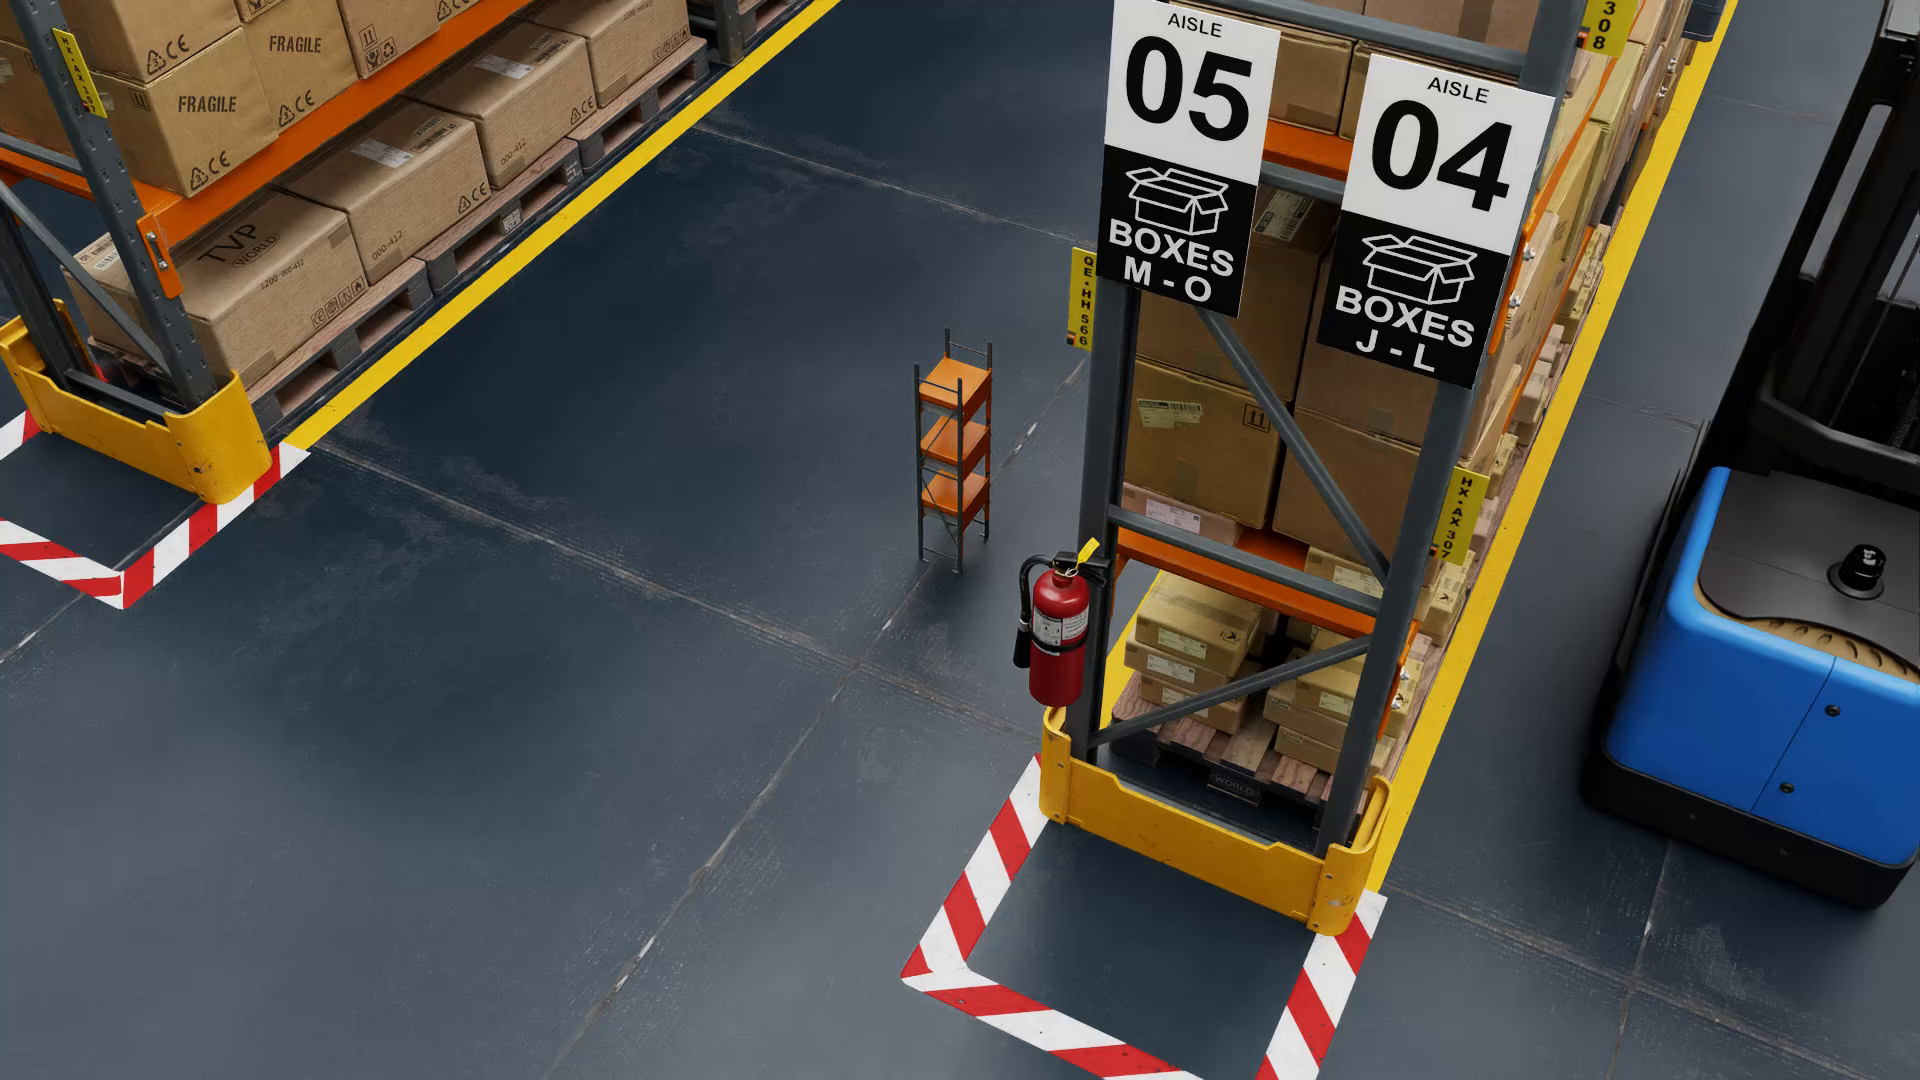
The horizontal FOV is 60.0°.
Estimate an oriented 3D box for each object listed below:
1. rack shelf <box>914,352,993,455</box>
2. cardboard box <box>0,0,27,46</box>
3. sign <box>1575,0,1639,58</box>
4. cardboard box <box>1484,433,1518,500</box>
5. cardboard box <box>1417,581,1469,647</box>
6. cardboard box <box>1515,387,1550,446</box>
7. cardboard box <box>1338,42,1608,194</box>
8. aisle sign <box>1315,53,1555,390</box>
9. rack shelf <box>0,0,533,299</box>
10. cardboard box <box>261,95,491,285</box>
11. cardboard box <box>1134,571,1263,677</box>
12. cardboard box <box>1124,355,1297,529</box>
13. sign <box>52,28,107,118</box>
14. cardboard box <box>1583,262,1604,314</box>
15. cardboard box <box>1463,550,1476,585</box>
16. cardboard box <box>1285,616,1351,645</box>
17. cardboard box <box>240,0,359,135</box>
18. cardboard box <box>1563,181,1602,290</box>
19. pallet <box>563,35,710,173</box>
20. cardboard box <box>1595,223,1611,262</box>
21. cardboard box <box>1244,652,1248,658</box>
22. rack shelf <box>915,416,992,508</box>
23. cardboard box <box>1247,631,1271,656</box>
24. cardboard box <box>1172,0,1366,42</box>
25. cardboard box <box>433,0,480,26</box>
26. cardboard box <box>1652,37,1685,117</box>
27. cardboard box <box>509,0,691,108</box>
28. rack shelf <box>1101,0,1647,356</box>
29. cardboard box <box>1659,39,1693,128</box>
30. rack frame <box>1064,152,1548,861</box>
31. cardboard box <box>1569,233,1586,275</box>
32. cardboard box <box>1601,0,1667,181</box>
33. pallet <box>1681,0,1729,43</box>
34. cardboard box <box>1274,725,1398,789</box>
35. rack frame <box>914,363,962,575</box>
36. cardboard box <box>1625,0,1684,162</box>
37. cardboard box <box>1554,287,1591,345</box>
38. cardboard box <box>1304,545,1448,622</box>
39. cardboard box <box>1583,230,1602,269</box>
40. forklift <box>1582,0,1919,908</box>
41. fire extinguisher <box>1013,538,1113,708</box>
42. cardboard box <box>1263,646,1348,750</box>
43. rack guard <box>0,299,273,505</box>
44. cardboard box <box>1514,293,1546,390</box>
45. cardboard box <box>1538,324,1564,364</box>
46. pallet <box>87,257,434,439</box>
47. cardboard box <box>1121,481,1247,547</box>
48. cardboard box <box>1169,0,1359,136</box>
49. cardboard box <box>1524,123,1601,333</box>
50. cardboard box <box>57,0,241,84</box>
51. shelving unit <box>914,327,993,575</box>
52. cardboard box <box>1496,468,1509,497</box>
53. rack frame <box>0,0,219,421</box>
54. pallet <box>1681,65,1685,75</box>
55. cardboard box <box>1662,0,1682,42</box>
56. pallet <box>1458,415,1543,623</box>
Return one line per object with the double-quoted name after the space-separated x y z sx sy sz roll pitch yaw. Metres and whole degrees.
-0.025 -0.527 6.429 0.215 0.259 0.240 20 49 19 "rack shelf"
-3.592 -2.274 6.395 0.500 0.500 0.500 22 49 20 "cardboard box"
1.307 -1.117 3.301 0.100 0.325 0.005 20 49 19 "sign"
1.964 -0.342 6.550 0.380 0.149 0.250 21 49 20 "cardboard box"
1.727 0.220 6.412 0.380 0.149 0.250 21 49 20 "cardboard box"
2.323 -0.588 7.211 0.380 0.149 0.250 20 49 19 "cardboard box"
1.261 -1.134 4.039 0.500 0.250 0.500 22 49 20 "cardboard box"
1.058 -0.703 3.788 0.394 0.787 0.004 20 49 19 "aisle sign"
-2.676 -2.512 7.909 1.077 0.370 4.000 20 49 19 "rack shelf"
-2.969 -1.780 8.186 0.875 0.438 0.875 22 49 20 "cardboard box"
0.848 0.294 5.921 0.380 0.149 0.250 21 49 19 "cardboard box"
0.807 -0.442 5.078 0.500 0.500 0.500 21 49 20 "cardboard box"
-3.116 -1.650 5.887 0.100 0.325 0.005 20 49 19 "sign"
2.803 -1.240 7.856 0.380 0.149 0.250 21 49 20 "cardboard box"
1.725 0.107 6.315 0.380 0.149 0.250 22 49 20 "cardboard box"
1.392 0.280 5.935 0.380 0.149 0.250 21 49 20 "cardboard box"
-2.917 -2.076 6.902 0.500 0.500 0.500 20 49 19 "cardboard box"
1.975 -1.239 5.866 0.500 0.500 0.500 19 48 18 "cardboard box"
-2.170 -2.591 9.443 1.003 0.211 1.213 20 49 19 "pallet"
2.819 -1.401 7.805 0.380 0.149 0.250 21 49 20 "cardboard box"
0.916 0.324 6.310 0.380 0.149 0.250 22 49 20 "cardboard box"
-0.025 -0.328 6.631 0.215 0.259 0.240 20 49 19 "rack shelf"
0.988 0.242 6.182 0.380 0.149 0.250 19 48 18 "cardboard box"
0.815 -1.486 4.034 0.500 0.250 0.500 19 48 18 "cardboard box"
-2.448 -2.711 7.530 0.500 0.500 0.500 22 49 20 "cardboard box"
3.260 -2.365 8.193 0.500 0.250 0.500 18 48 17 "cardboard box"
-2.134 -2.912 9.305 0.875 0.438 0.875 20 49 19 "cardboard box"
1.755 -1.996 5.290 1.077 0.370 4.000 20 49 19 "rack shelf"
3.505 -2.435 8.790 0.500 0.500 0.500 23 50 21 "cardboard box"
0.827 0.066 4.856 1.000 3.000 0.127 20 49 19 "rack frame"
2.096 -1.100 6.185 0.380 0.149 0.250 21 49 20 "cardboard box"
1.993 -1.583 5.503 0.500 0.500 0.500 19 48 18 "cardboard box"
3.167 -2.820 7.843 1.003 0.211 1.213 20 49 19 "pallet"
1.353 0.696 5.942 0.380 0.149 0.250 21 49 20 "cardboard box"
-0.081 -0.258 6.547 0.200 1.050 0.008 20 49 19 "rack frame"
2.467 -1.869 6.489 0.500 0.500 0.500 19 48 18 "cardboard box"
2.595 -1.052 7.460 0.380 0.149 0.250 19 48 18 "cardboard box"
1.267 0.058 5.040 0.380 0.149 0.250 20 49 19 "cardboard box"
2.665 -1.325 7.521 0.380 0.149 0.250 21 49 20 "cardboard box"
3.408 -0.820 5.779 1.130 2.935 3.031 21 49 20 "forklift"
0.301 0.230 5.010 0.296 0.674 0.183 20 49 19 "fire extinguisher"
1.297 0.570 5.857 0.380 0.149 0.250 22 49 21 "cardboard box"
-3.616 -0.611 7.282 1.175 0.500 0.348 20 49 19 "rack guard"
1.506 -0.611 5.246 0.500 0.500 0.500 21 49 19 "cardboard box"
2.323 -0.827 7.029 0.380 0.149 0.250 18 48 17 "cardboard box"
-3.303 -1.054 7.924 1.003 0.211 1.213 20 49 19 "pallet"
0.728 -0.145 5.241 0.380 0.149 0.250 21 49 19 "cardboard box"
0.803 -1.310 4.212 0.500 0.250 0.500 19 48 18 "cardboard box"
1.499 -0.941 4.868 0.500 0.500 0.500 22 49 20 "cardboard box"
-3.130 -2.100 6.223 0.500 0.500 0.500 19 48 18 "cardboard box"
-0.025 -0.335 6.623 0.215 1.050 0.252 20 49 19 "shelving unit"
2.060 -0.283 6.910 0.380 0.149 0.250 20 49 19 "cardboard box"
-3.605 -1.505 6.408 1.000 3.000 0.127 20 49 19 "rack frame"
3.609 -2.736 9.586 1.003 0.211 1.213 20 49 19 "pallet"
2.470 -2.233 6.145 0.500 0.500 0.500 19 48 18 "cardboard box"
1.838 -0.268 7.146 1.003 0.211 1.213 20 49 19 "pallet"
